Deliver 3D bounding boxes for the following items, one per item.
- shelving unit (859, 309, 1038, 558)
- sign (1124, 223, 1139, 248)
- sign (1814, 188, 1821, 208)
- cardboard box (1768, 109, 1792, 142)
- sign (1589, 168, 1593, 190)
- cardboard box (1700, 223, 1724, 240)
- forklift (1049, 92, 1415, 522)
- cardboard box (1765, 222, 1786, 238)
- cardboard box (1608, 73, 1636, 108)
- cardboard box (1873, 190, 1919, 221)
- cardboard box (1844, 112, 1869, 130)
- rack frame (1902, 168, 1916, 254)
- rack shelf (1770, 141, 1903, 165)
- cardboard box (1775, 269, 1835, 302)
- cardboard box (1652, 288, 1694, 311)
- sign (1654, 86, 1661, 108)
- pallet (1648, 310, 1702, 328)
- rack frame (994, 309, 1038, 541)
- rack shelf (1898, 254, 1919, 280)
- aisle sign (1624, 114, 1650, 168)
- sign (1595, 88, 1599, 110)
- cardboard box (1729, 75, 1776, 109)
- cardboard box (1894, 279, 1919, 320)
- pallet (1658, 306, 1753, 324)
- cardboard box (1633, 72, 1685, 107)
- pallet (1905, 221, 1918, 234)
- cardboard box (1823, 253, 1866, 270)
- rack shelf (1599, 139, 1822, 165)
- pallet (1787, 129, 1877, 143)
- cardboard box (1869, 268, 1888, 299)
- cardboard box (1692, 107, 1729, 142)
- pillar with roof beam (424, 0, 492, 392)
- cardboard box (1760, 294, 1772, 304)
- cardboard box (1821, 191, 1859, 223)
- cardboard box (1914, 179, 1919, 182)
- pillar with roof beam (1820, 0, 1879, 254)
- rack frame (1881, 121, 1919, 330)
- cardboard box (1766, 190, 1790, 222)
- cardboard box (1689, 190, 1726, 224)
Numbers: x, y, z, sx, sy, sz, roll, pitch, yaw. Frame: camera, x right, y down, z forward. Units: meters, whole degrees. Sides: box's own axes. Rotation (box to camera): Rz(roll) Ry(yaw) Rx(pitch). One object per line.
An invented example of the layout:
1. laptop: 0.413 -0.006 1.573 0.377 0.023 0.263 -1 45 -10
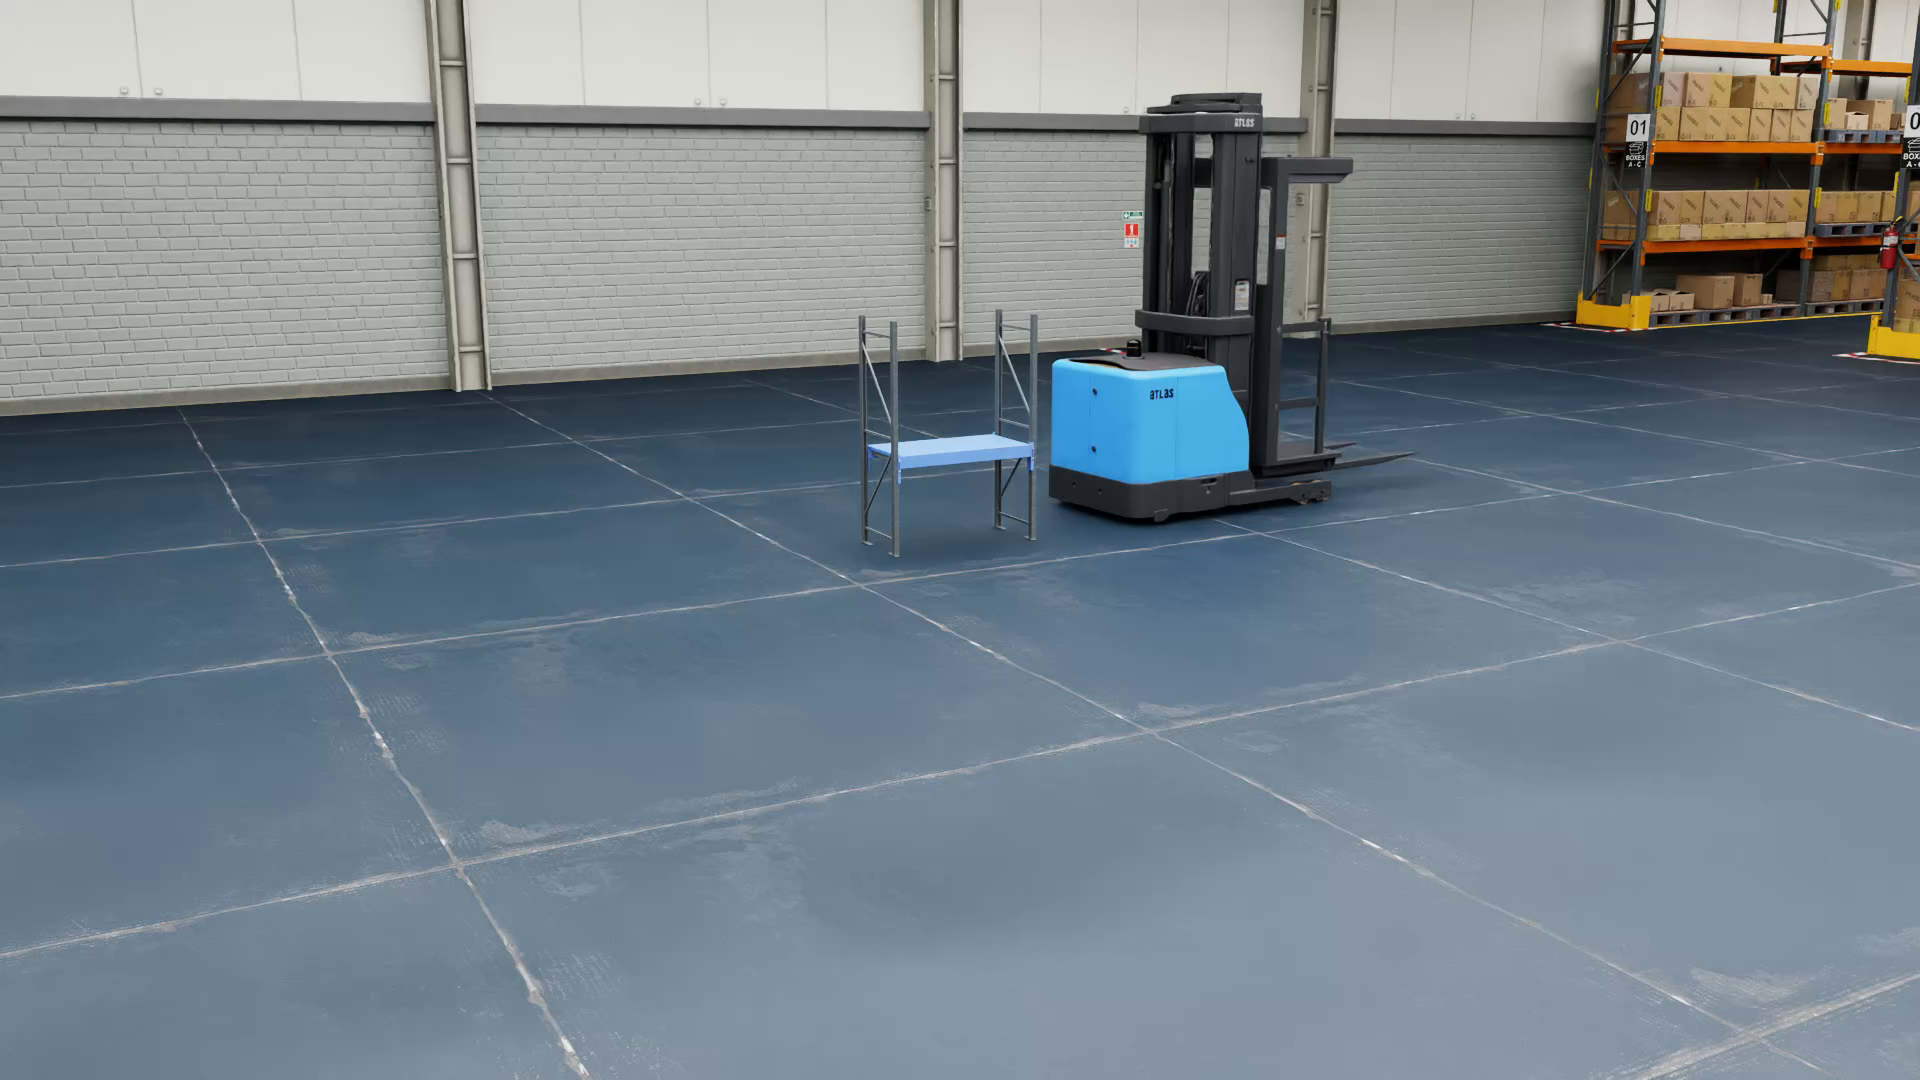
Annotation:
1. shelving unit: -0.075 -0.723 10.905 1.048 1.500 0.538 -7 14 -28
2. sign: 2.336 -4.144 22.612 0.234 0.329 0.001 -7 14 -28
3. sign: 13.902 -5.548 26.959 0.005 0.325 0.100 -7 14 -28
4. cardboard box: 12.861 -6.600 26.499 0.500 0.500 0.500 -8 15 -33
5. sign: 9.876 -5.637 25.968 0.005 0.325 0.100 -7 14 -28
6. cardboard box: 11.604 -4.845 26.104 0.500 0.250 0.500 -7 15 -29
7. forklift: 2.161 -1.778 12.335 3.031 2.935 1.130 -8 15 -33
8. cardboard box: 12.924 -5.007 26.822 0.500 0.250 0.500 -7 14 -28
9. cardboard box: 10.378 -6.914 25.618 0.500 0.500 0.500 -6 14 -25
10. cardboard box: 16.261 -5.798 28.813 0.500 0.500 0.700 -8 15 -33
11. cardboard box: 14.694 -6.961 27.624 0.500 0.311 0.500 -6 14 -26
12. rack frame: 17.146 -5.650 29.385 0.127 3.000 1.000 -7 14 -28
13. rack shelf: 15.391 -6.552 28.199 4.000 0.370 1.077 -7 14 -28
14. cardboard box: 14.274 -4.305 28.099 0.500 0.500 0.700 -6 14 -26
15. cardboard box: 11.275 -3.827 26.405 0.500 0.311 0.500 -6 14 -23
16. sign: 10.385 -6.594 24.755 0.005 0.325 0.100 -7 14 -28
17. pallet: 10.921 -3.535 26.336 1.213 0.211 1.003 -7 14 -28
18. rack frame: 0.371 -0.776 11.142 0.032 1.500 0.500 -7 14 -28
19. rack shelf: 14.257 -3.714 22.419 4.000 0.370 1.077 -7 14 -28
20. aisle sign: 10.205 -6.012 25.069 0.004 0.787 0.394 -7 14 -28
21. sign: 9.876 -6.813 25.703 0.005 0.325 0.100 -7 14 -28
22. cardboard box: 12.396 -7.018 26.078 0.500 0.500 0.500 -7 15 -30
23. cardboard box: 12.829 -3.198 22.084 0.500 0.500 0.500 -7 14 -28
24. pallet: 11.991 -3.663 26.903 1.213 0.211 1.003 -7 14 -28
25. cardboard box: 10.579 -6.812 25.165 0.500 0.500 0.500 -8 15 -32
26. pallet: 16.572 -5.461 28.981 1.003 0.211 1.213 -7 14 -28
27. cardboard box: 15.113 -4.774 28.472 0.500 0.250 0.500 -7 15 -29
28. rack shelf: 11.880 -6.132 26.330 4.000 0.370 1.077 -7 14 -28
29. pallet: 14.228 -6.646 27.404 1.003 0.211 1.213 -7 14 -28
30. cardboard box: 15.609 -4.470 28.832 0.500 0.500 0.700 -7 14 -28
31. cardboard box: 11.480 -6.423 25.711 0.500 0.500 0.500 -6 14 -25
32. pillar with roof beam: -3.412 -5.253 13.954 0.400 9.000 9.100 -7 14 -28
33. cardboard box: 13.180 -4.000 27.502 0.250 0.166 0.380 -9 16 -35
34. cardboard box: 14.593 -5.597 27.919 0.500 0.500 0.700 -5 14 -22
35. cardboard box: 17.420 -6.318 29.691 0.500 0.250 0.500 -6 14 -26
36. pillar with roof beam: 17.654 -7.778 25.173 0.400 9.000 9.100 -7 14 -28
37. rack frame: 12.501 -3.855 21.405 0.127 3.000 1.000 -7 14 -28
38. cardboard box: 12.933 -5.369 26.723 0.500 0.500 0.500 -7 14 -28
39. cardboard box: 11.583 -5.207 26.001 0.500 0.500 0.500 -7 15 -30
